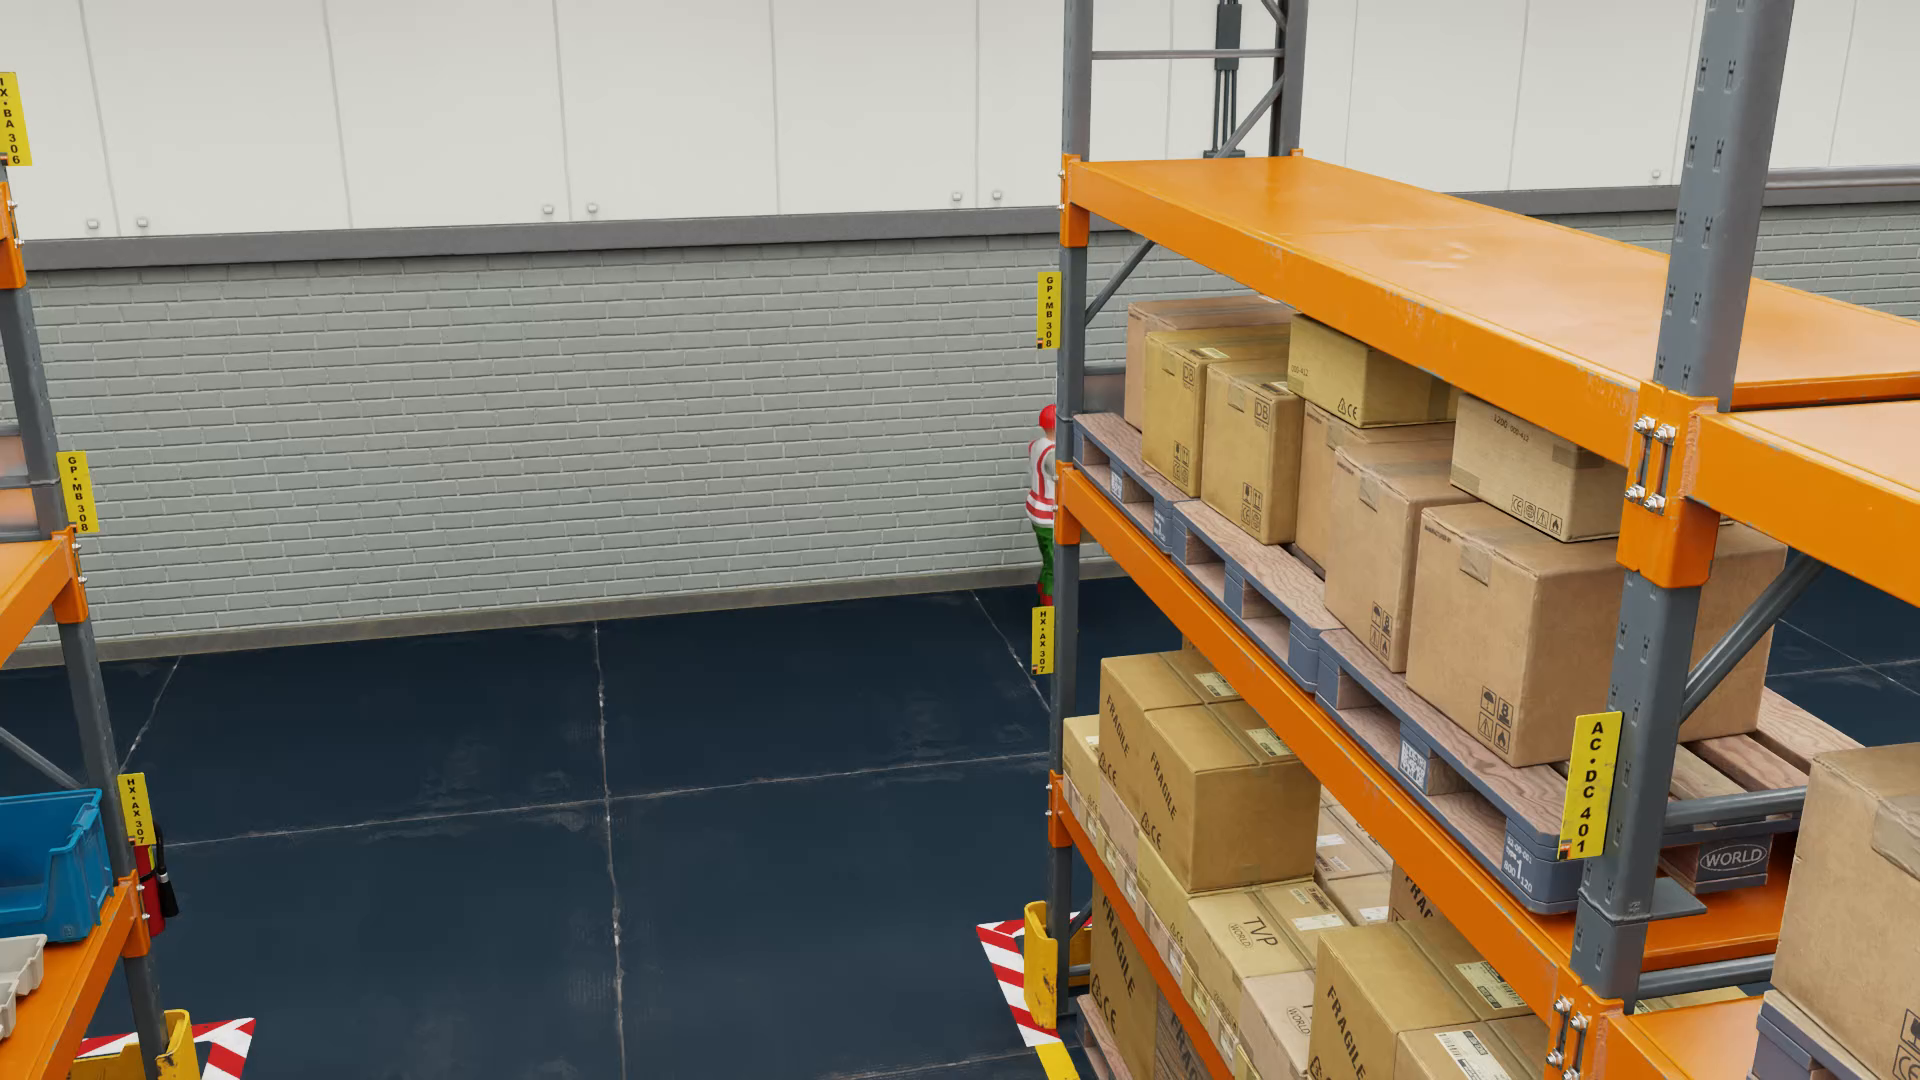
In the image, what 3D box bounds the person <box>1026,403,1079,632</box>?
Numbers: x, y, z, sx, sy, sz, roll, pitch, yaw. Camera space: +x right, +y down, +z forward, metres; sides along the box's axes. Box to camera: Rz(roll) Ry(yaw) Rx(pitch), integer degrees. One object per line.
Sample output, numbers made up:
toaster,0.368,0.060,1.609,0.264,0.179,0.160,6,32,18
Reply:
person,0.779,-0.161,12.490,0.556,1.786,0.495,-5,20,-13
